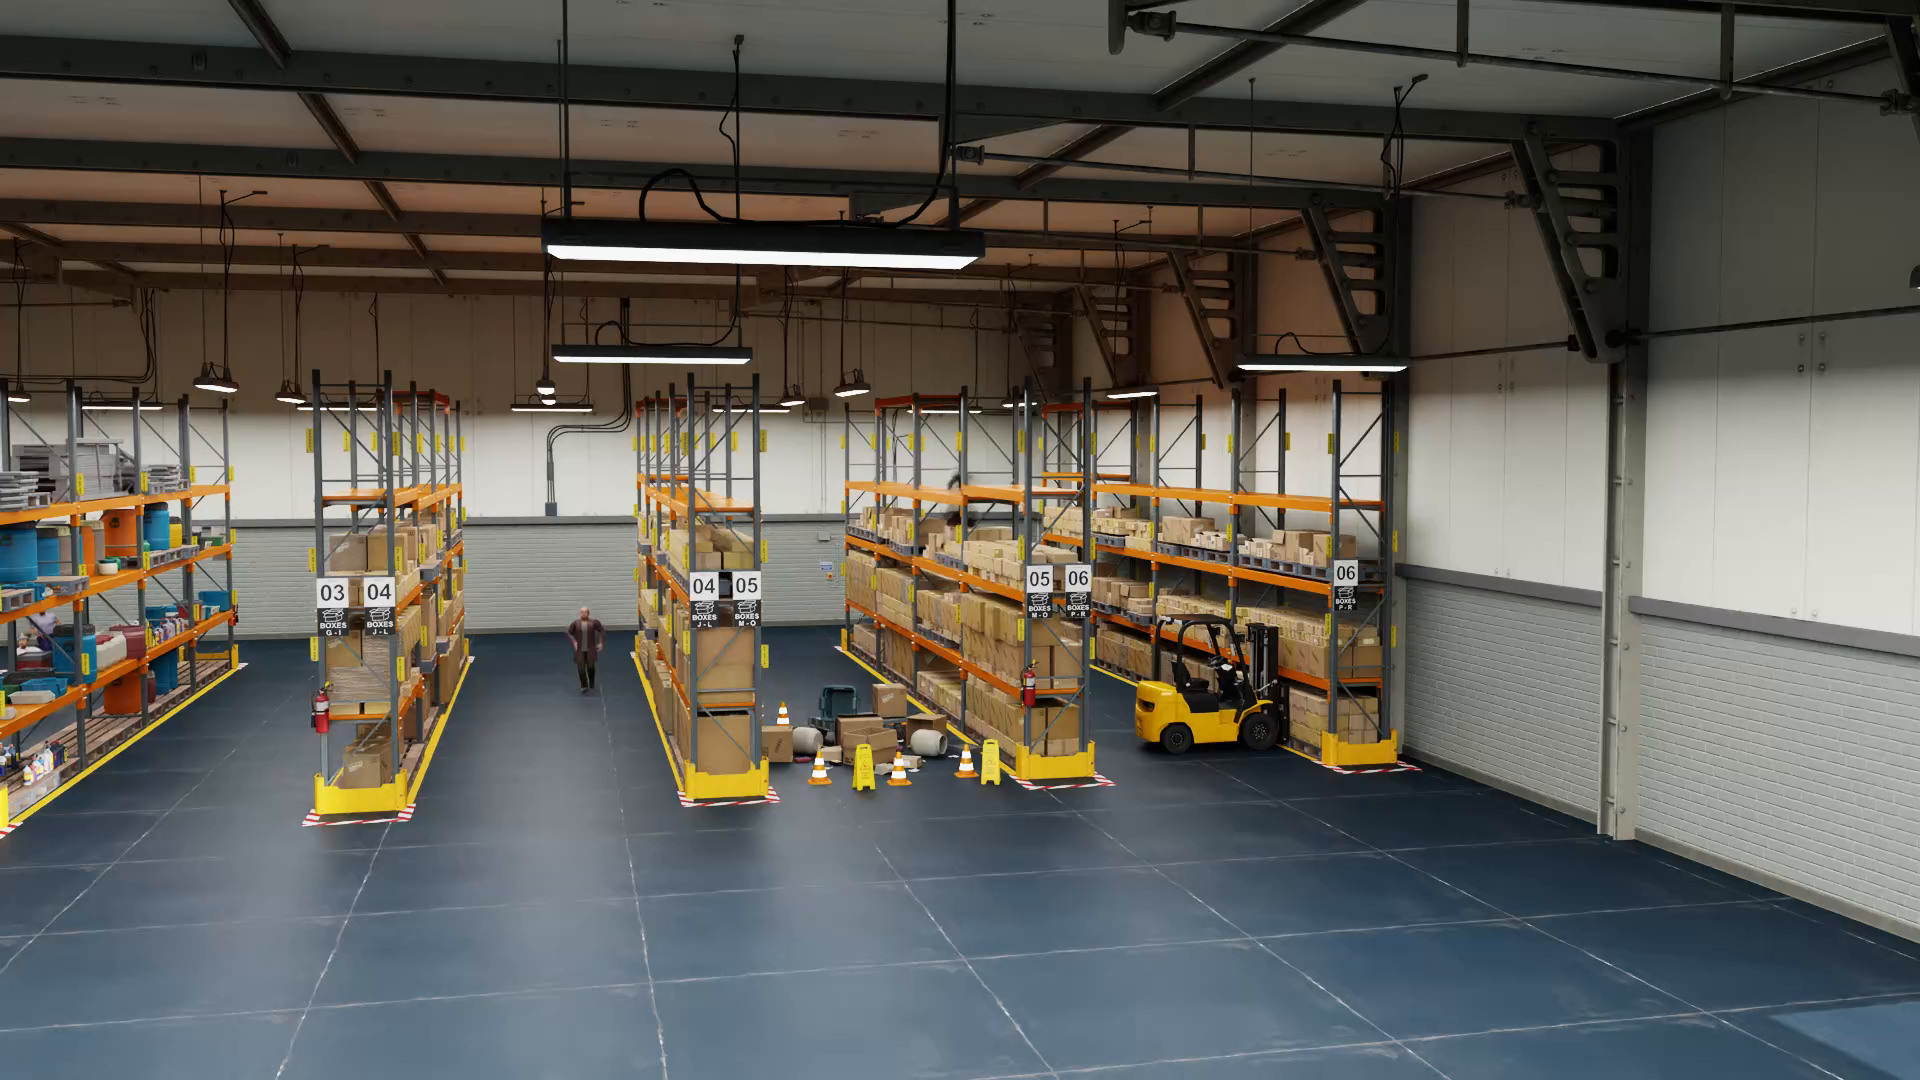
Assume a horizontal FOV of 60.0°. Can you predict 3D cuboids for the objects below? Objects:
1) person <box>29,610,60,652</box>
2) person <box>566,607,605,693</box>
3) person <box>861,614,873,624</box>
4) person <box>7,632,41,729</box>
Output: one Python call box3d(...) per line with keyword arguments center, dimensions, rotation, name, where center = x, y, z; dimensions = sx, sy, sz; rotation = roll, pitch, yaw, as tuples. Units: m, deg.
box3d(center=(-19.580, 2.140, 35.685), dimensions=(0.673, 1.592, 0.543), rotation=(-2, 4, -30), name="person")
box3d(center=(-7.515, 2.203, 33.392), dimensions=(0.759, 1.729, 0.660), rotation=(-1, 3, -10), name="person")
box3d(center=(-2.279, 1.744, 41.770), dimensions=(0.552, 1.702, 0.780), rotation=(0, 3, 5), name="person")
box3d(center=(-16.496, 2.471, 29.359), dimensions=(0.556, 1.725, 0.769), rotation=(0, 3, -7), name="person")
